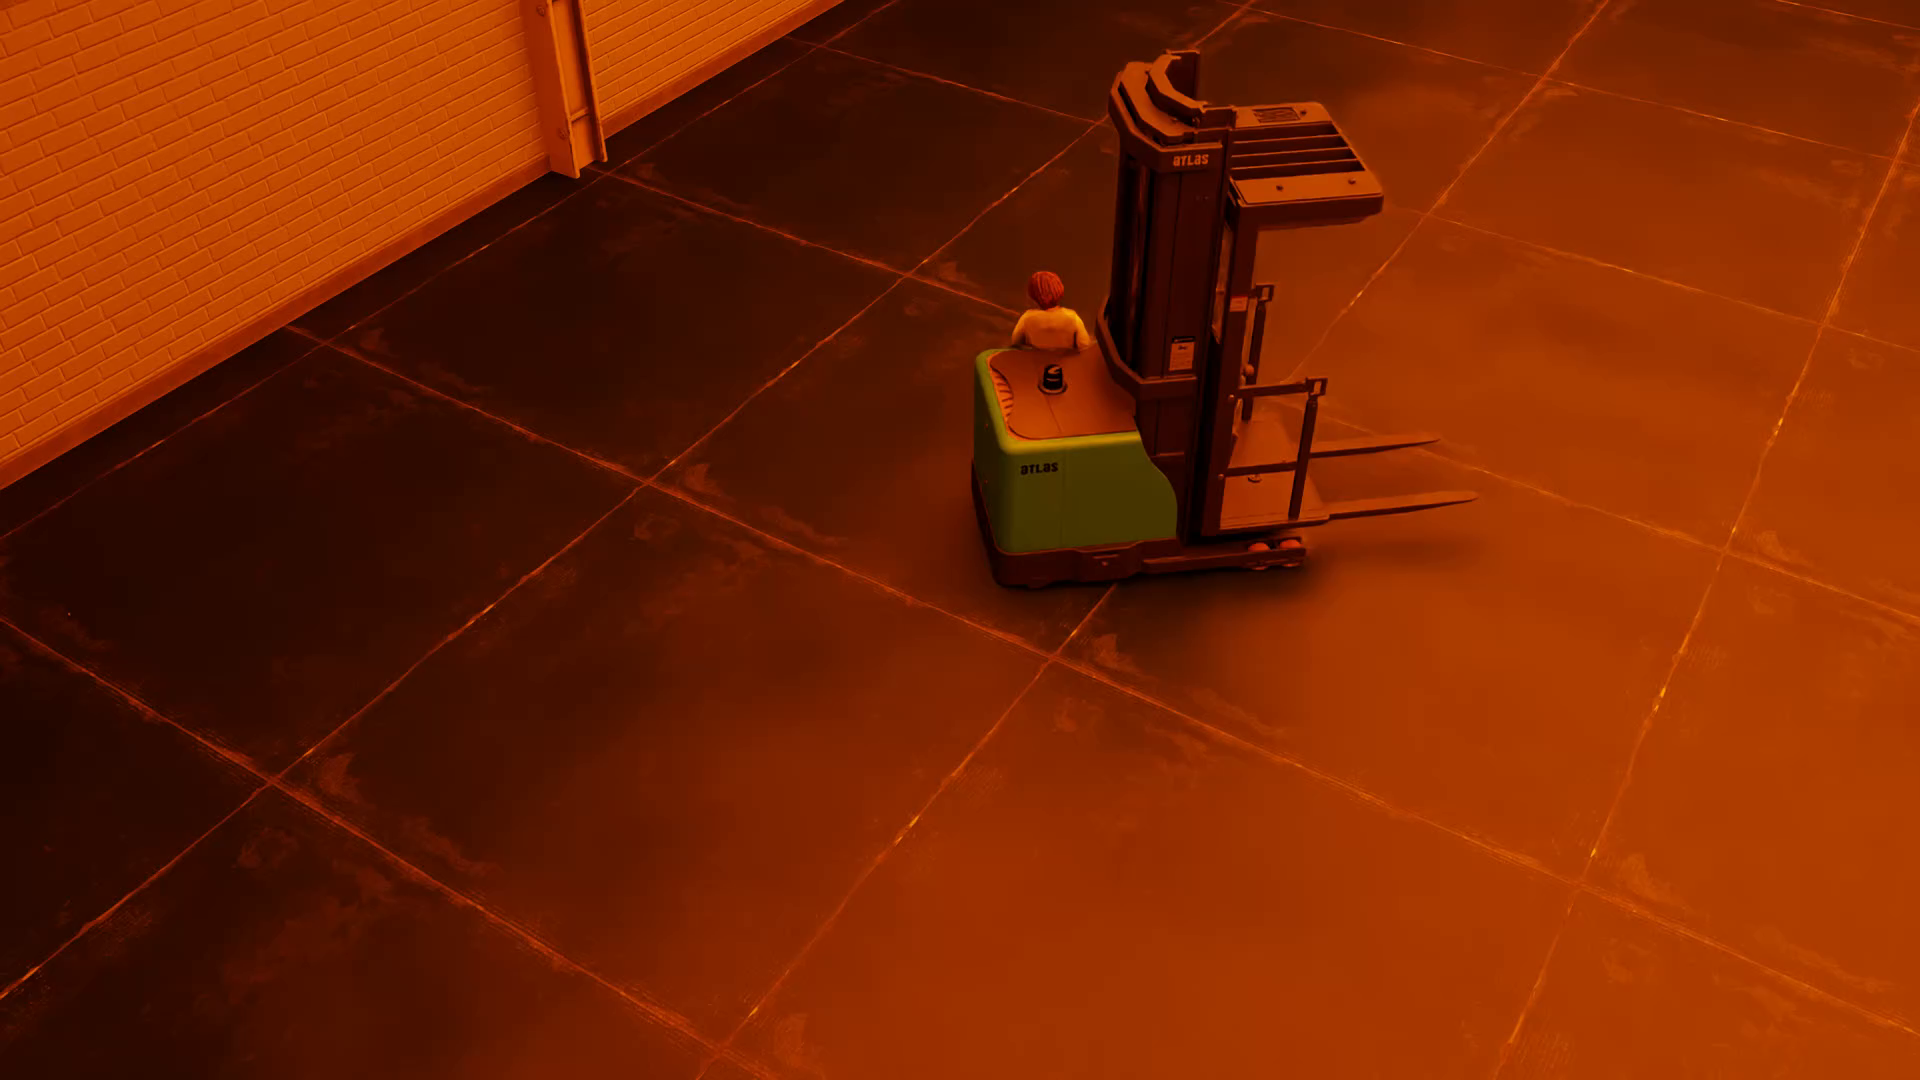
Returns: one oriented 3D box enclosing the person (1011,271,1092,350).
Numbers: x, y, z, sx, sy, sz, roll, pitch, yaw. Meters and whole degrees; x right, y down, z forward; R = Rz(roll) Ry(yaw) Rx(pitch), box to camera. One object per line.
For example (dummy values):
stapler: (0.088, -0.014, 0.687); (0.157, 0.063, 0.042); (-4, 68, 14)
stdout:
person: (0.607, -0.939, 10.257); (0.589, 1.434, 0.721); (0, 40, 0)

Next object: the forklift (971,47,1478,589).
forklift: (1.635, -1.271, 9.467); (3.031, 2.935, 1.130); (-6, 41, -7)
